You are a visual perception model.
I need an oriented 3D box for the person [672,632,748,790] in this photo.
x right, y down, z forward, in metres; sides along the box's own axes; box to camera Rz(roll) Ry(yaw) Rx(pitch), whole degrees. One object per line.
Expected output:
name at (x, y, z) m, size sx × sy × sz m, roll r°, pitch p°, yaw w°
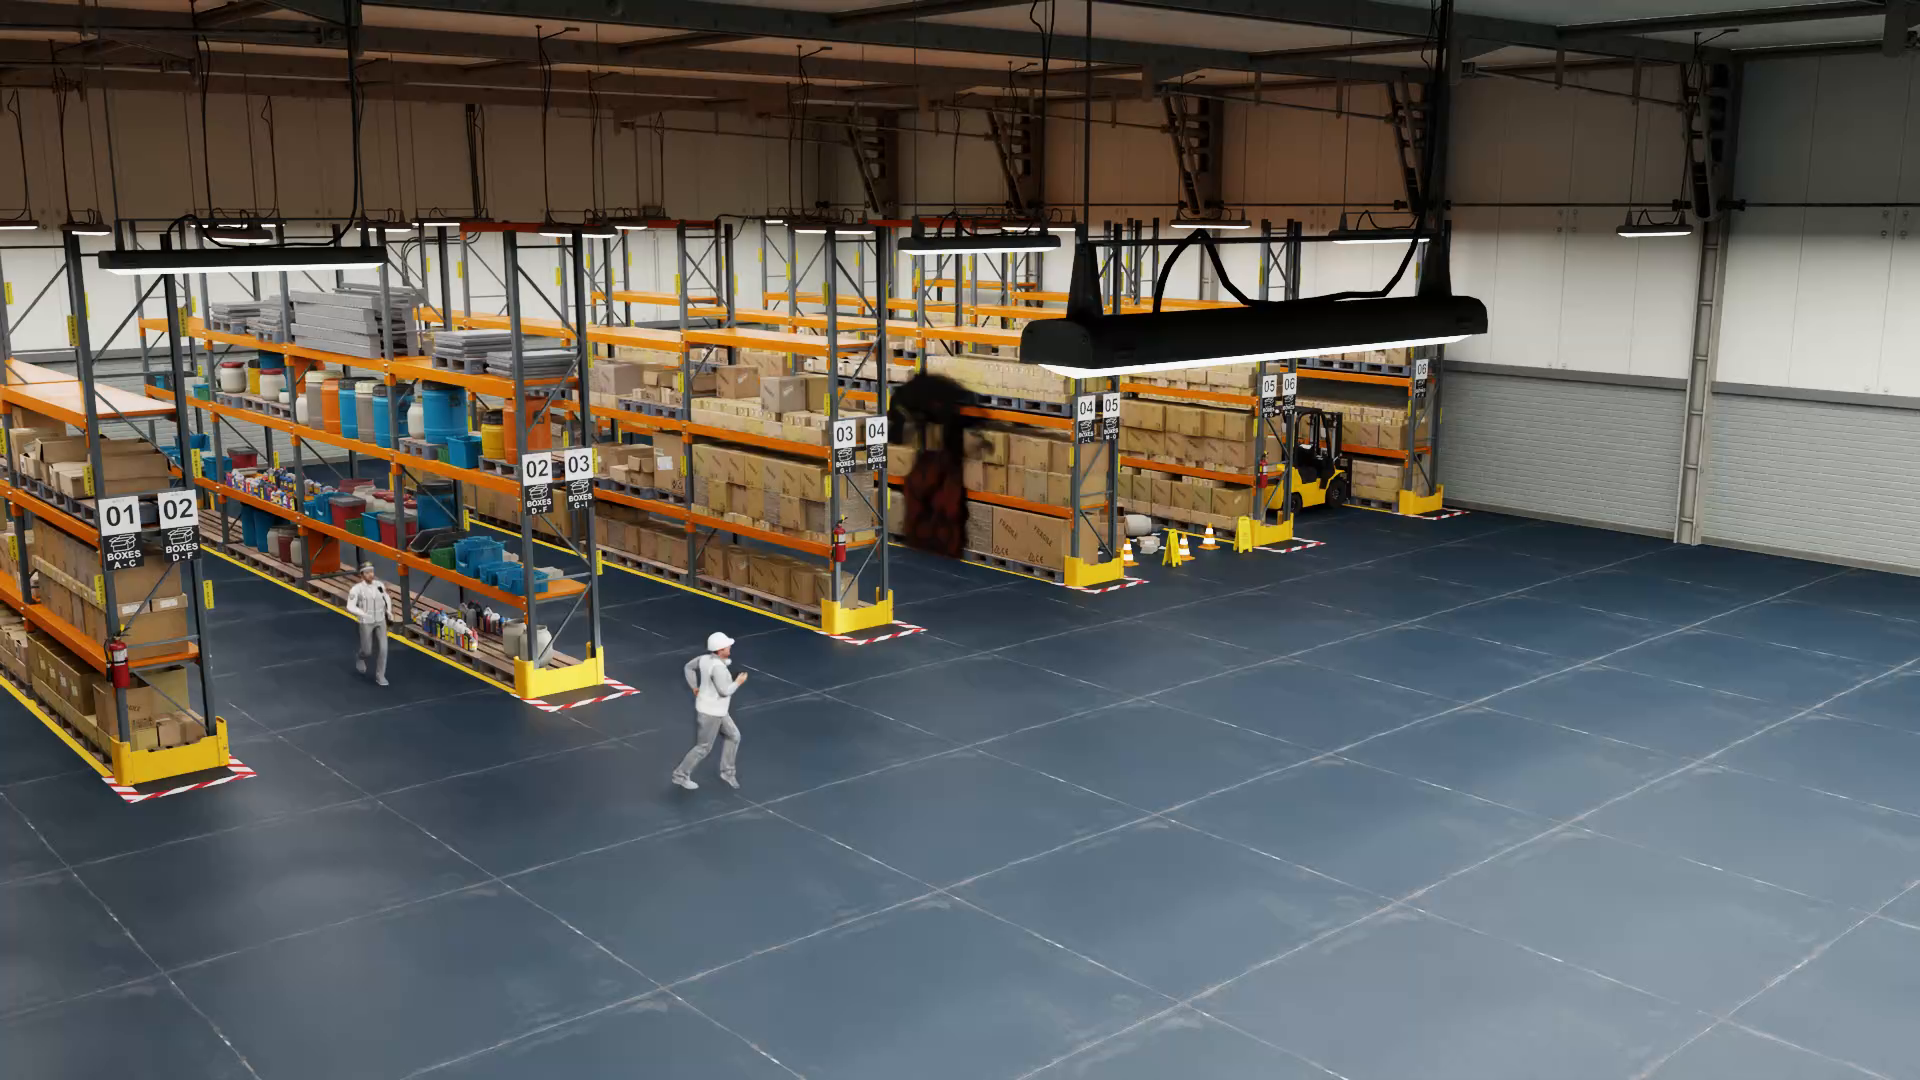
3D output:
person at (-2.724, 1.904, 18.059) m, size 0.859 × 1.838 × 0.638 m, roll -3°, pitch 12°, yaw -15°

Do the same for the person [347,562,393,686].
person at (-7.886, 1.091, 22.288) m, size 0.622 × 1.663 × 0.717 m, roll -9°, pitch 15°, yaw -38°
